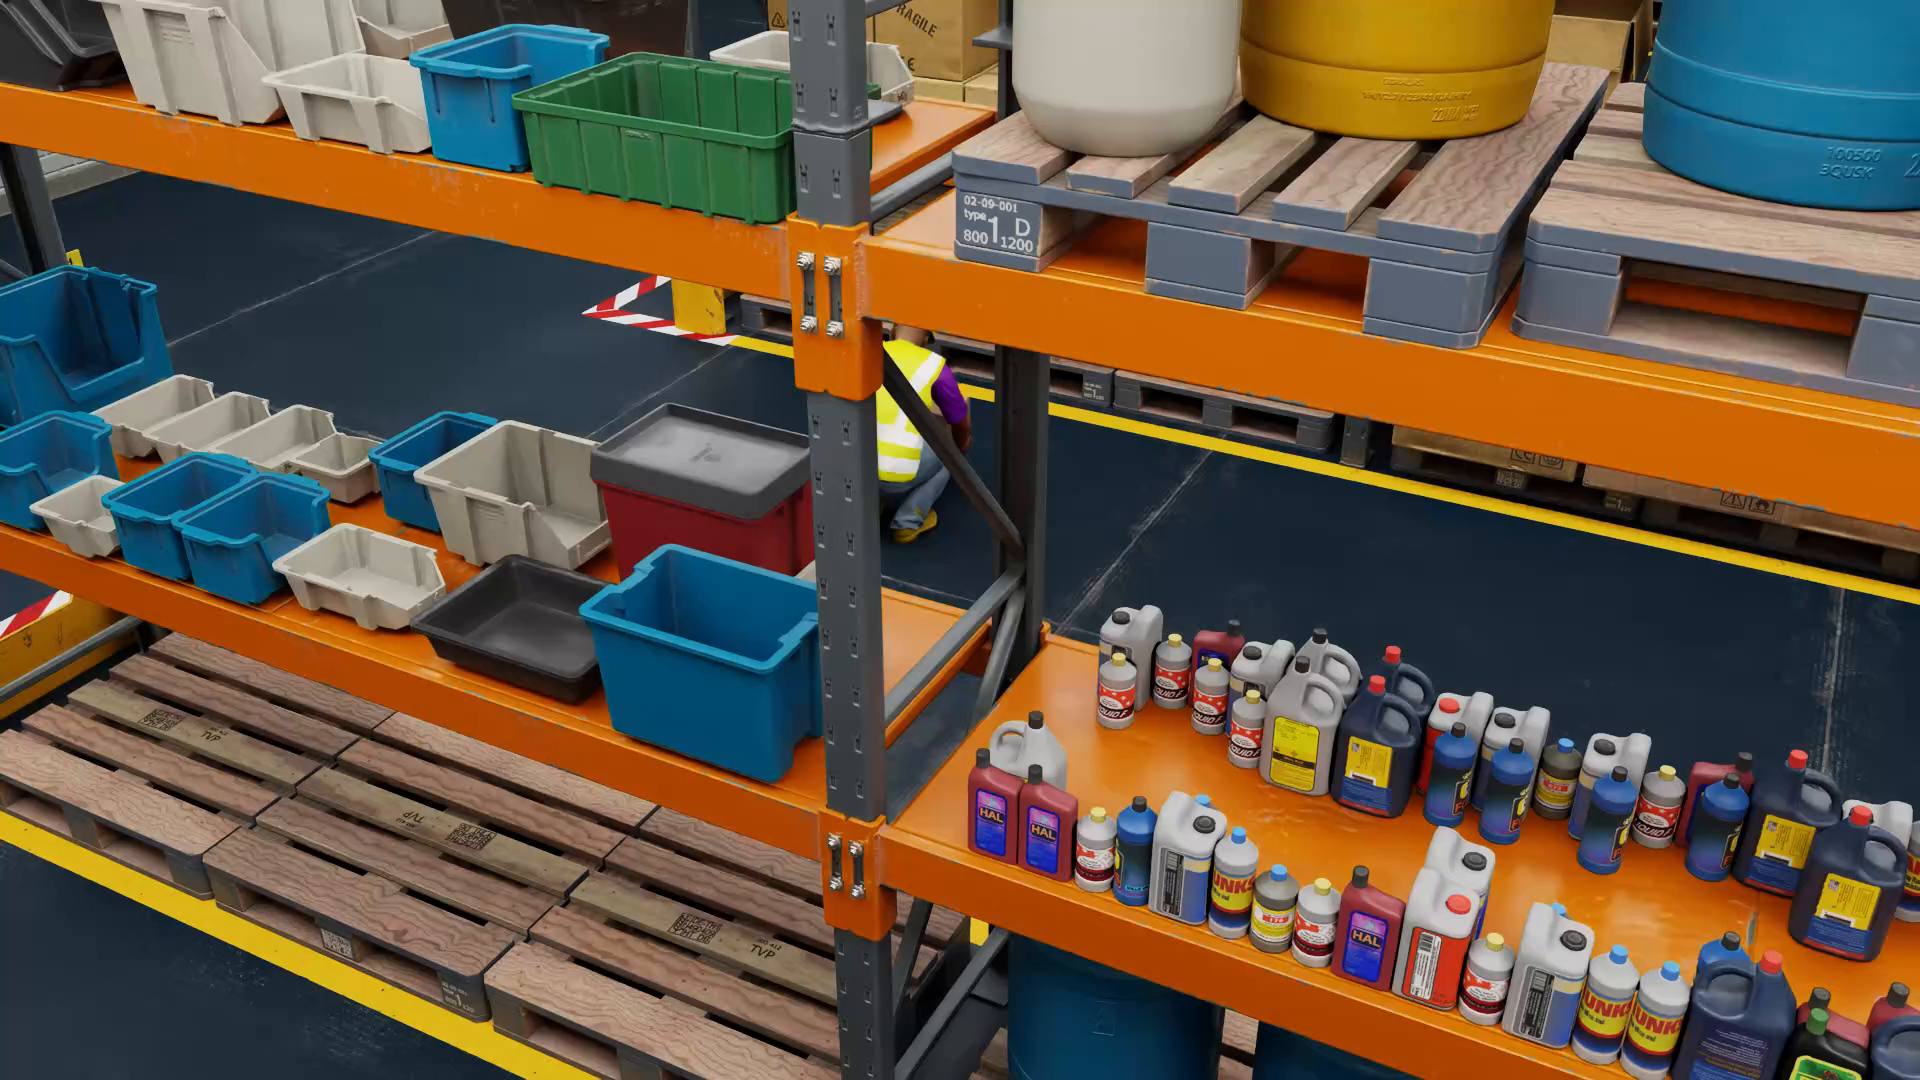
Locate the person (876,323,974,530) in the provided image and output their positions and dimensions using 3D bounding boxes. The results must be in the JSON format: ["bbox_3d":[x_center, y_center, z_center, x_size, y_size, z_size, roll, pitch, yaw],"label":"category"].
[{"bbox_3d":[-0.287,-0.586,7.867,0.562,0.952,0.893,14,33,23],"label":"person"}]
